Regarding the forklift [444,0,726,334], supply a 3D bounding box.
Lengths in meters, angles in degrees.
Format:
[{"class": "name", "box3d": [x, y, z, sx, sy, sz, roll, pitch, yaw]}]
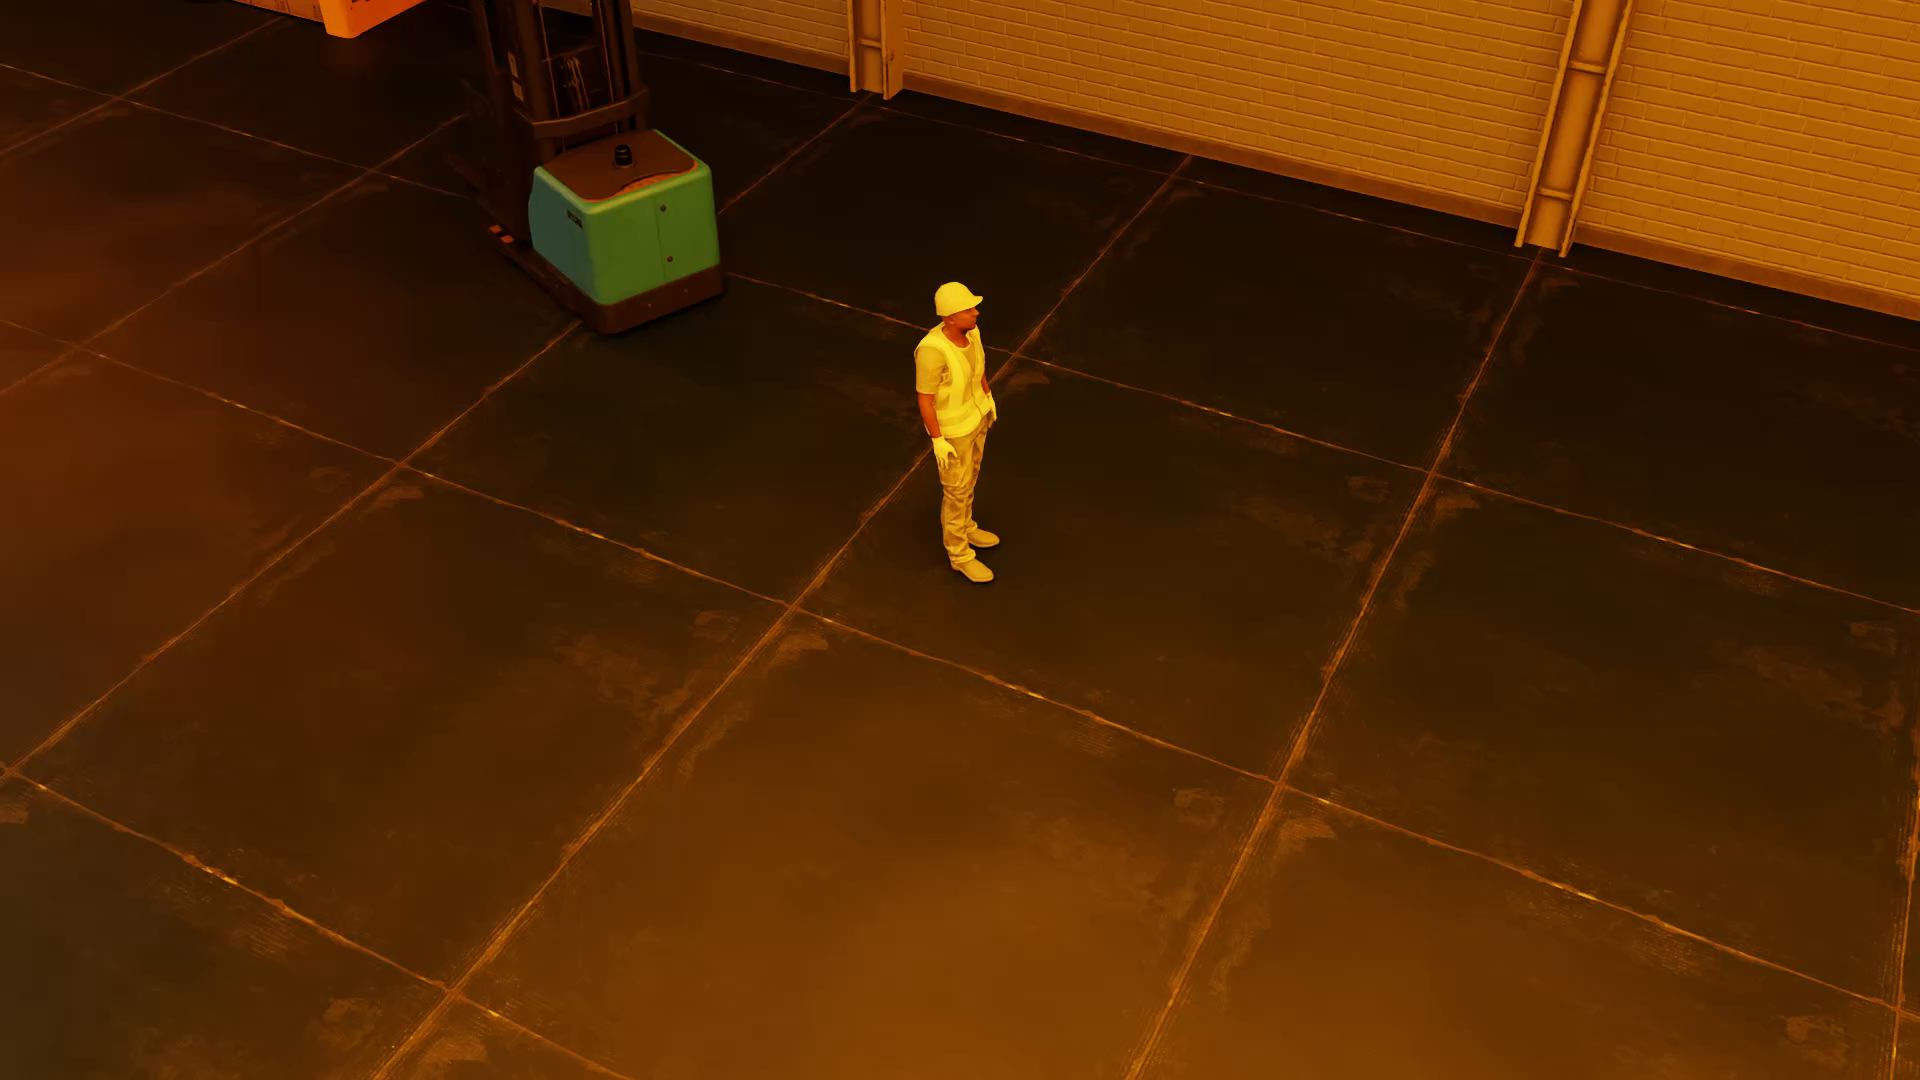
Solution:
[{"class": "forklift", "box3d": [-3.048, -3.484, 12.124, 1.130, 2.935, 3.031, -27, 47, -28]}]

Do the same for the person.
[{"class": "person", "box3d": [0.059, -0.661, 9.651, 0.577, 1.782, 0.656, 18, 43, 21]}]
